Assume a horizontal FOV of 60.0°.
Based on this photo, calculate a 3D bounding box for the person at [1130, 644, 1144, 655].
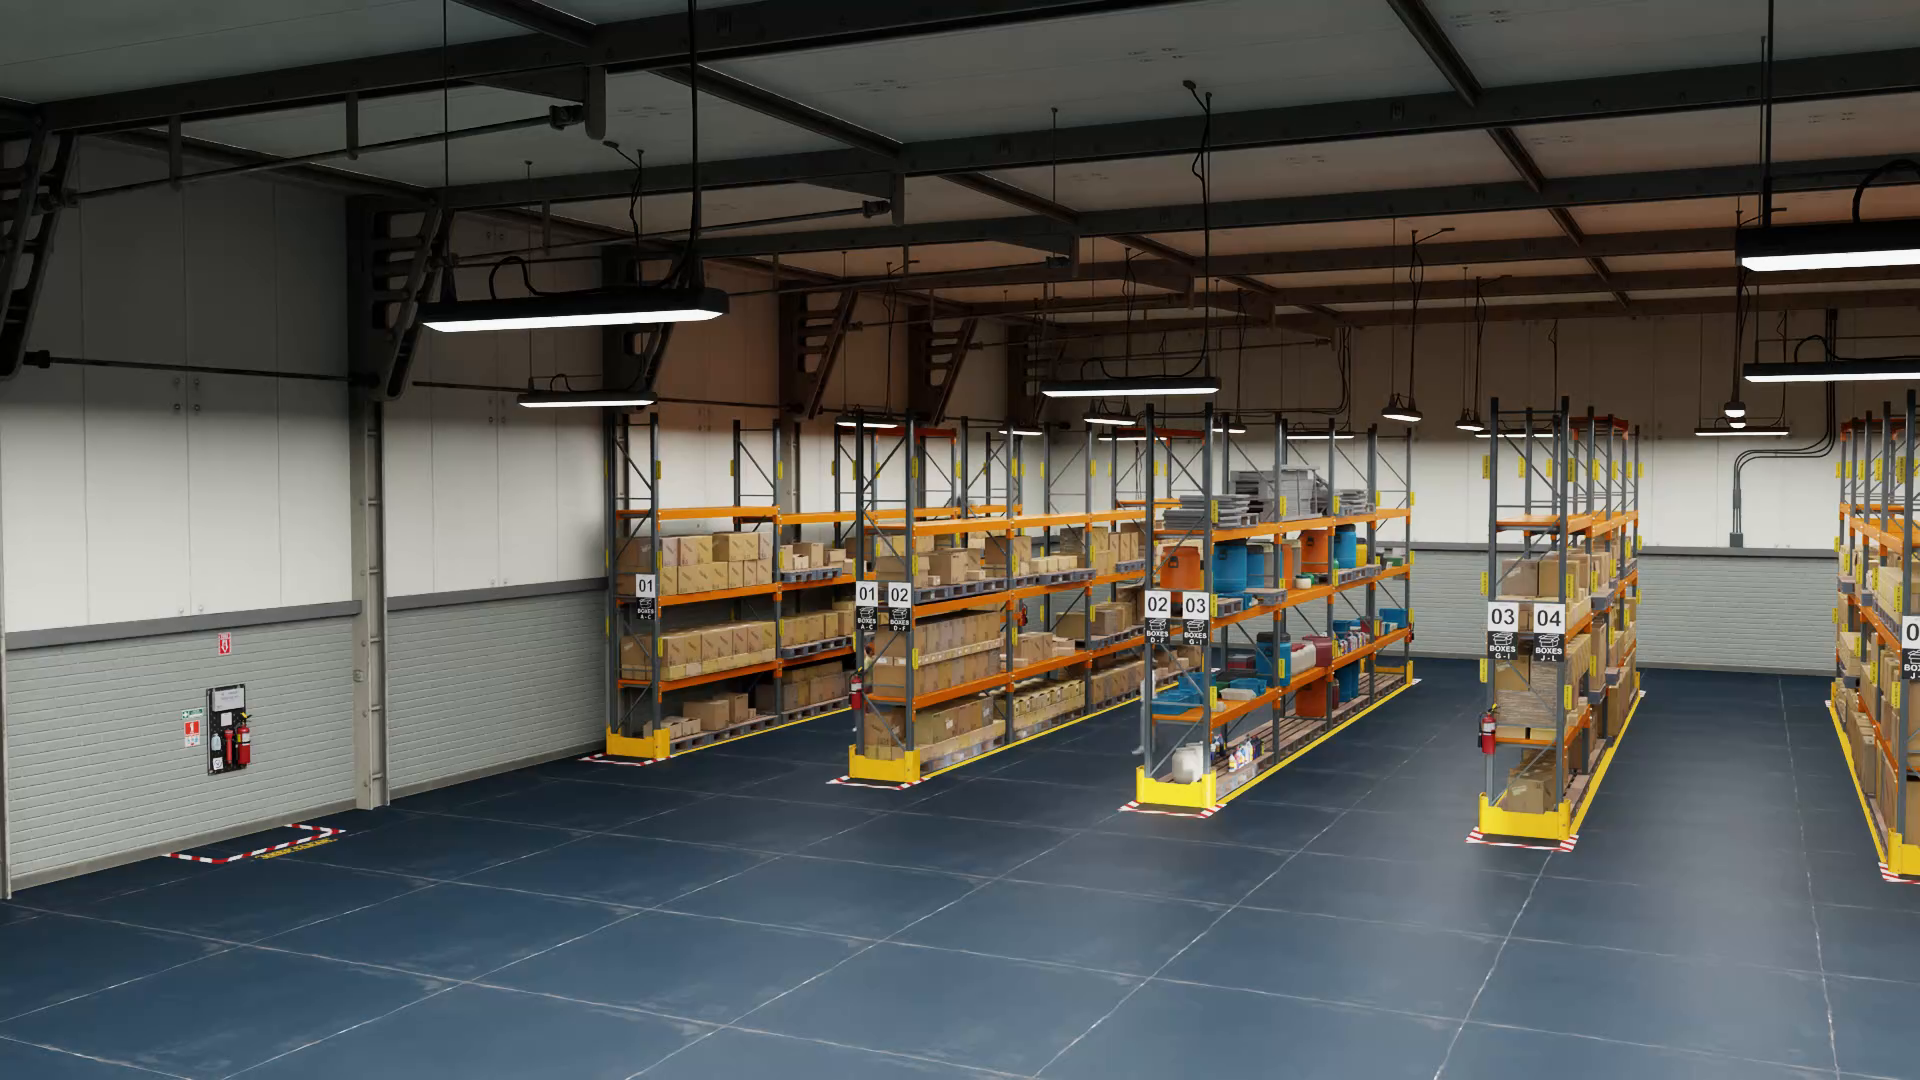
[{"bbox_3d":[4.583,2.282,43.582,0.643,1.768,0.446,1,2,16],"label":"person"}]

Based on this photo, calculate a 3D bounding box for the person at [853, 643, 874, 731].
[{"bbox_3d":[-1.846,2.826,31.855,0.405,1.697,0.501,1,2,13],"label":"person"}]

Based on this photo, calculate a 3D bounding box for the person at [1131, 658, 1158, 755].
[{"bbox_3d":[3.280,2.925,29.423,0.419,1.692,0.600,1,2,16],"label":"person"}]
